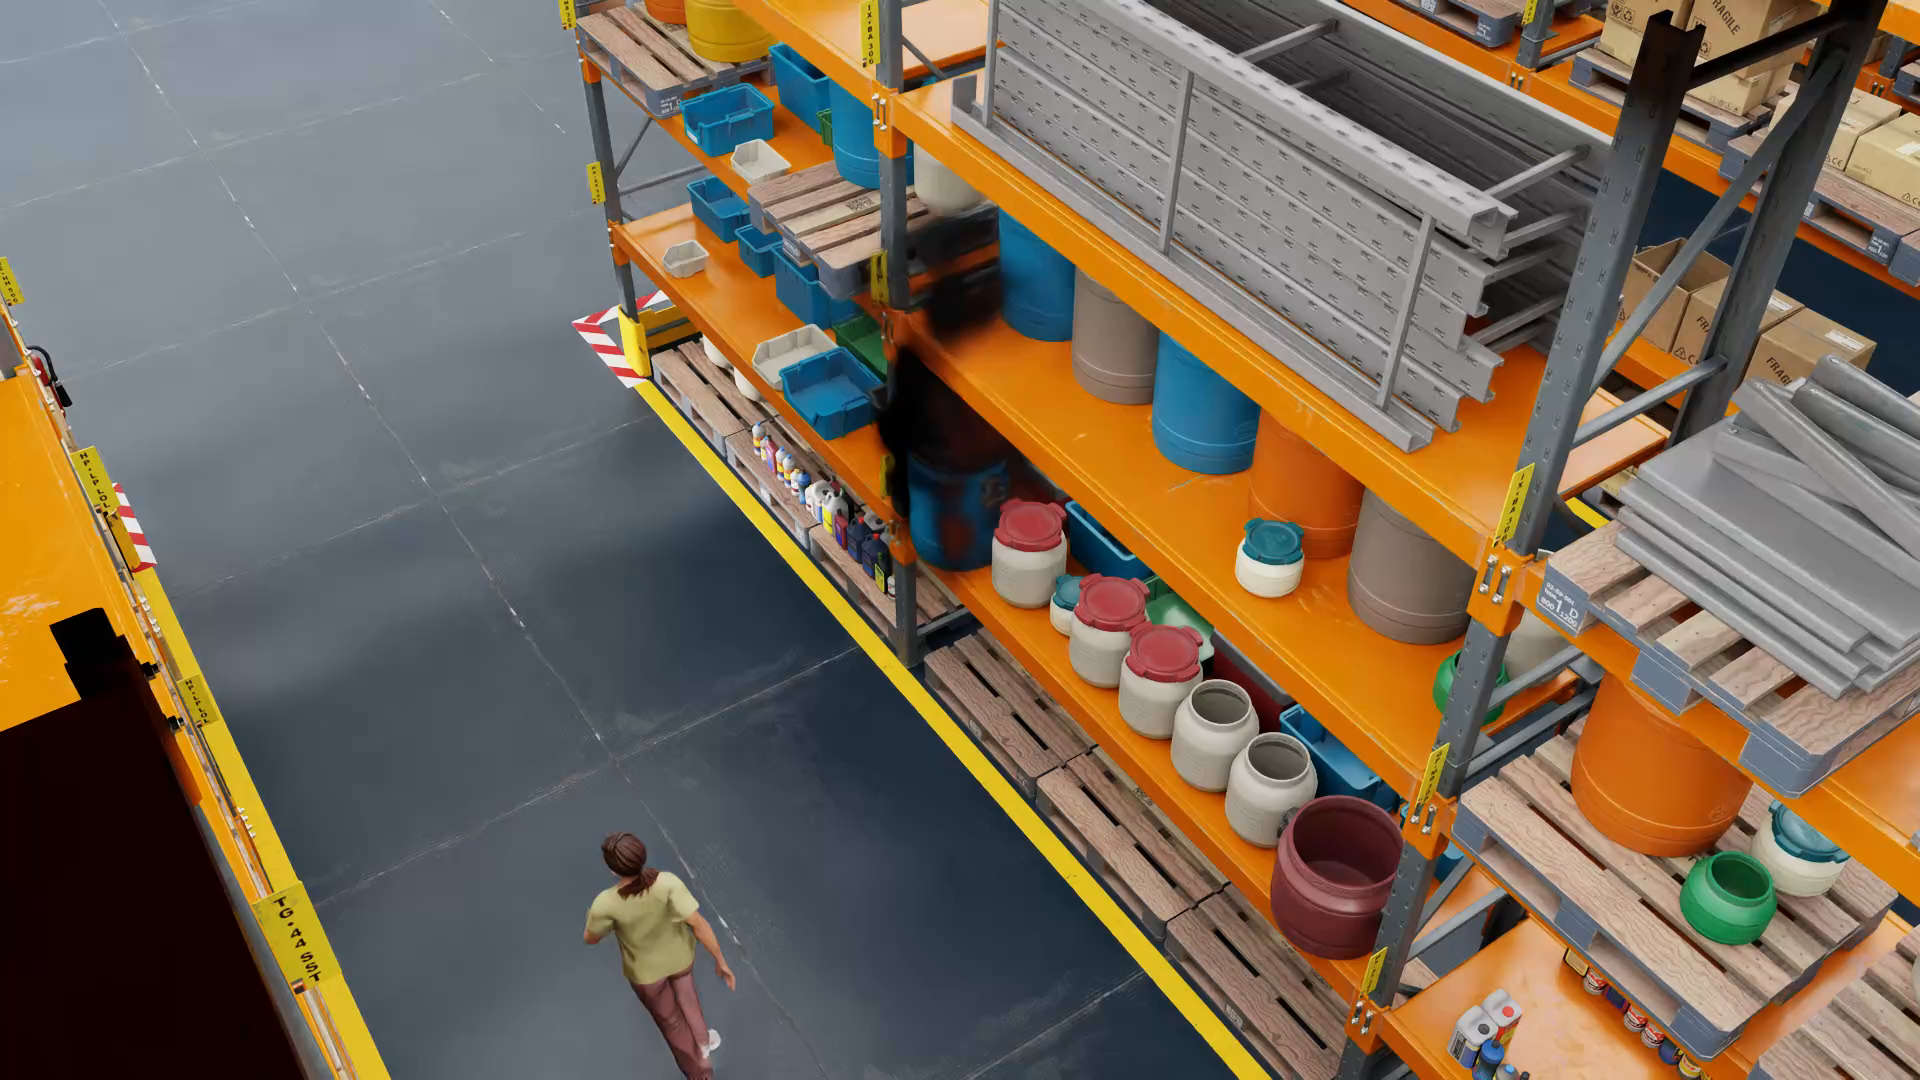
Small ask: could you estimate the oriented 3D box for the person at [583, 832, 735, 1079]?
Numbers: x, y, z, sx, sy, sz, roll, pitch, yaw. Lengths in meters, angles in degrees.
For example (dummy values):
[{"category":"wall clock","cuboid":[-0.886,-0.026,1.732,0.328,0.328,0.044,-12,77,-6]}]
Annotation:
[{"category":"person","cuboid":[-1.468,1.992,7.973,0.573,1.636,0.723,-20,46,-20]}]
